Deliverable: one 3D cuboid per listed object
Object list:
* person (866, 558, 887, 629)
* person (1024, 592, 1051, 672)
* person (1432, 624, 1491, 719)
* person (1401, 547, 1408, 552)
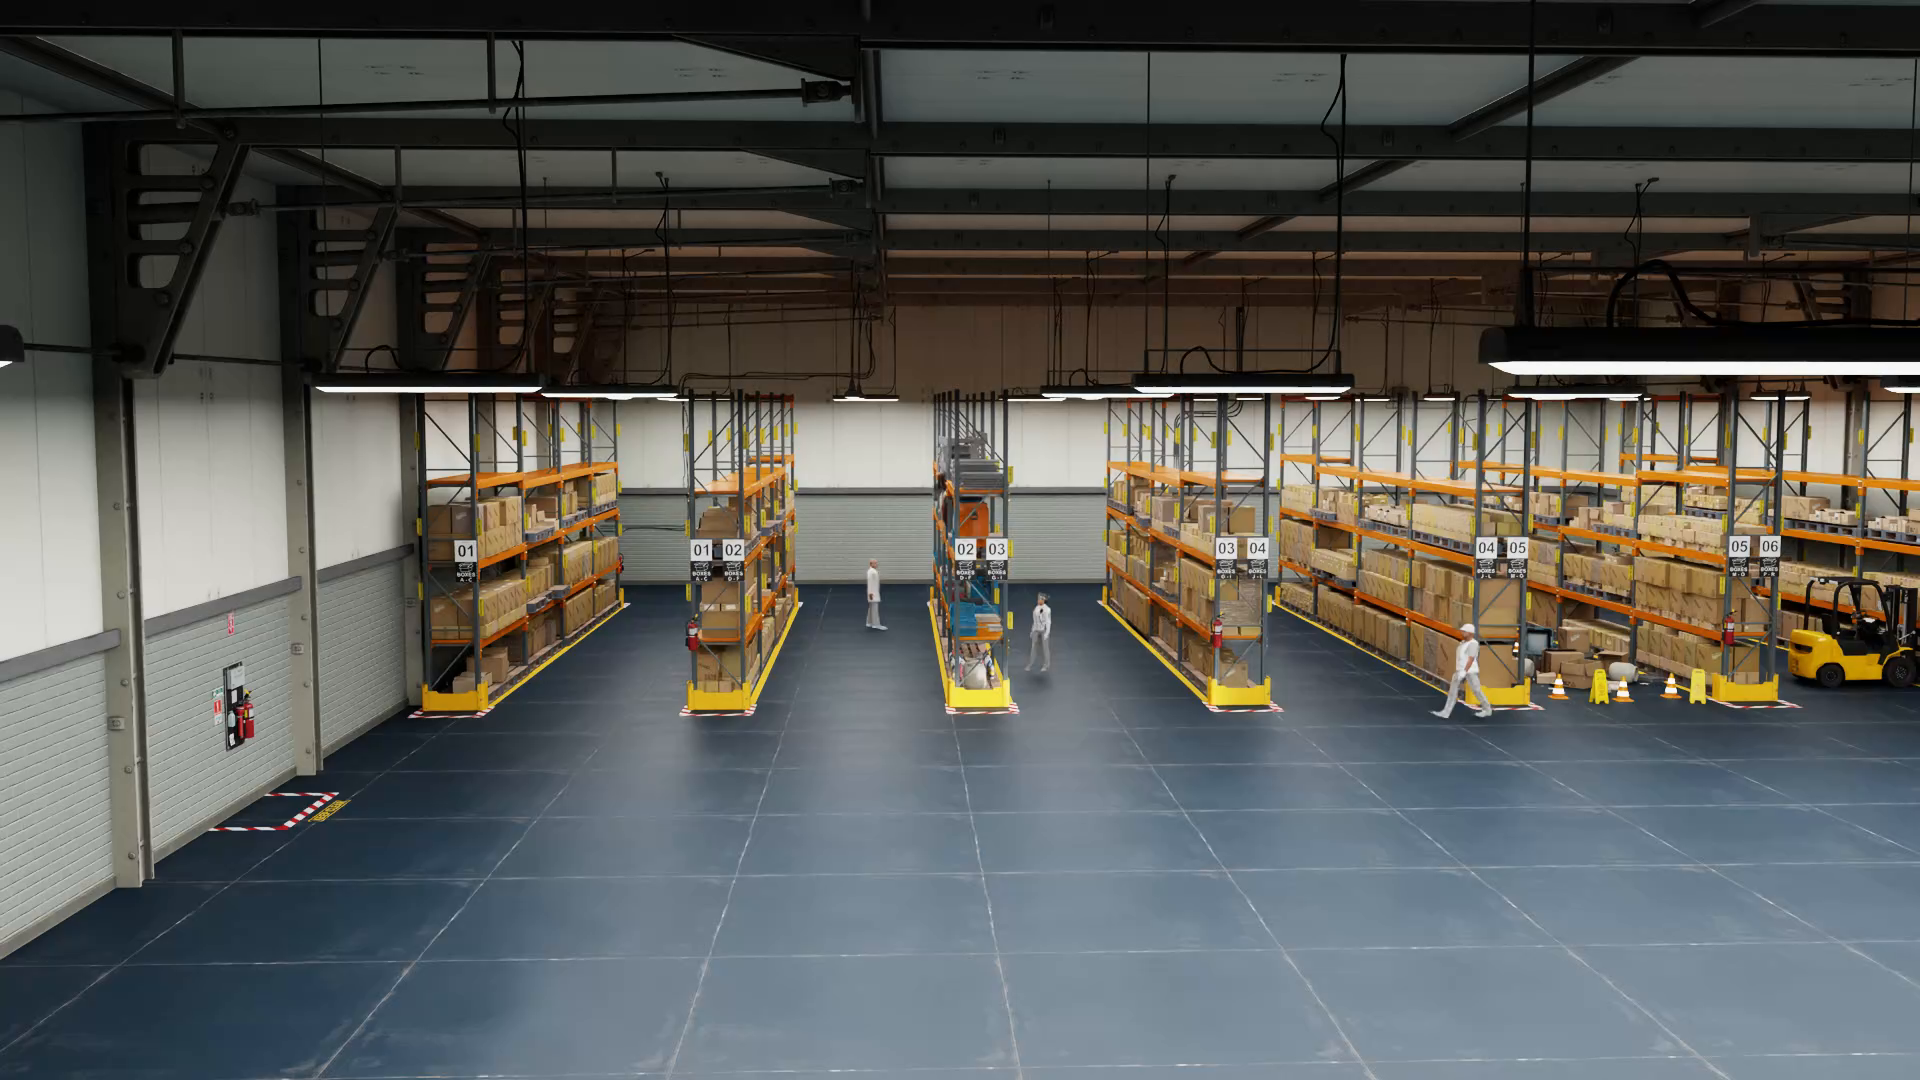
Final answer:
[{"bbox_3d":[-2.130,1.368,42.512,0.588,1.799,0.609,1,5,11],"label":"person"},{"bbox_3d":[1.677,1.975,35.603,0.527,1.703,0.511,-4,6,-40],"label":"person"},{"bbox_3d":[9.155,2.389,30.156,1.050,1.740,0.535,-2,5,-21],"label":"person"},{"bbox_3d":[13.383,0.801,49.584,0.878,1.754,0.638,-1,5,-17],"label":"person"}]
